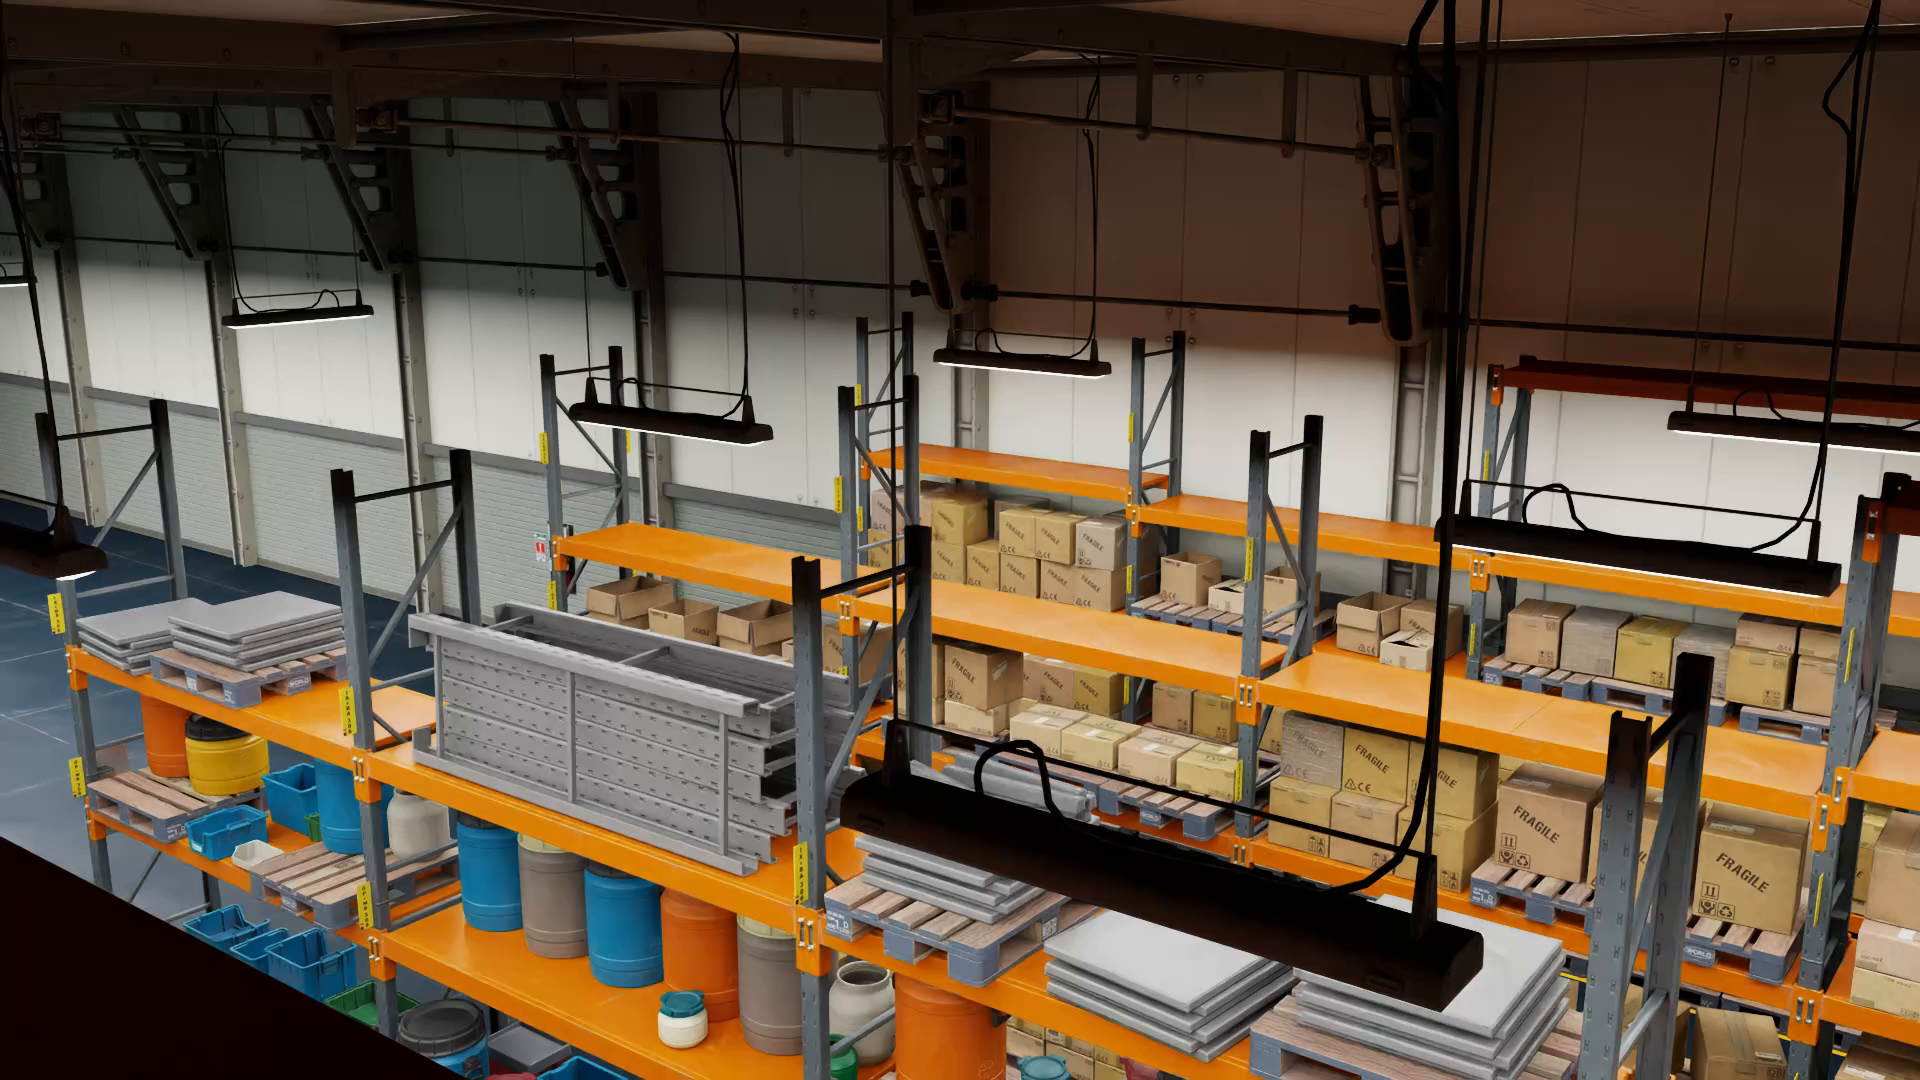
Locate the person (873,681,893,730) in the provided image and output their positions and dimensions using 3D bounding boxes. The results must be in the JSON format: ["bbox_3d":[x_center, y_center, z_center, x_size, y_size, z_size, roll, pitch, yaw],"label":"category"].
[{"bbox_3d":[-0.771,2.593,20.247,0.600,1.754,0.660,-11,17,-39],"label":"person"}]
